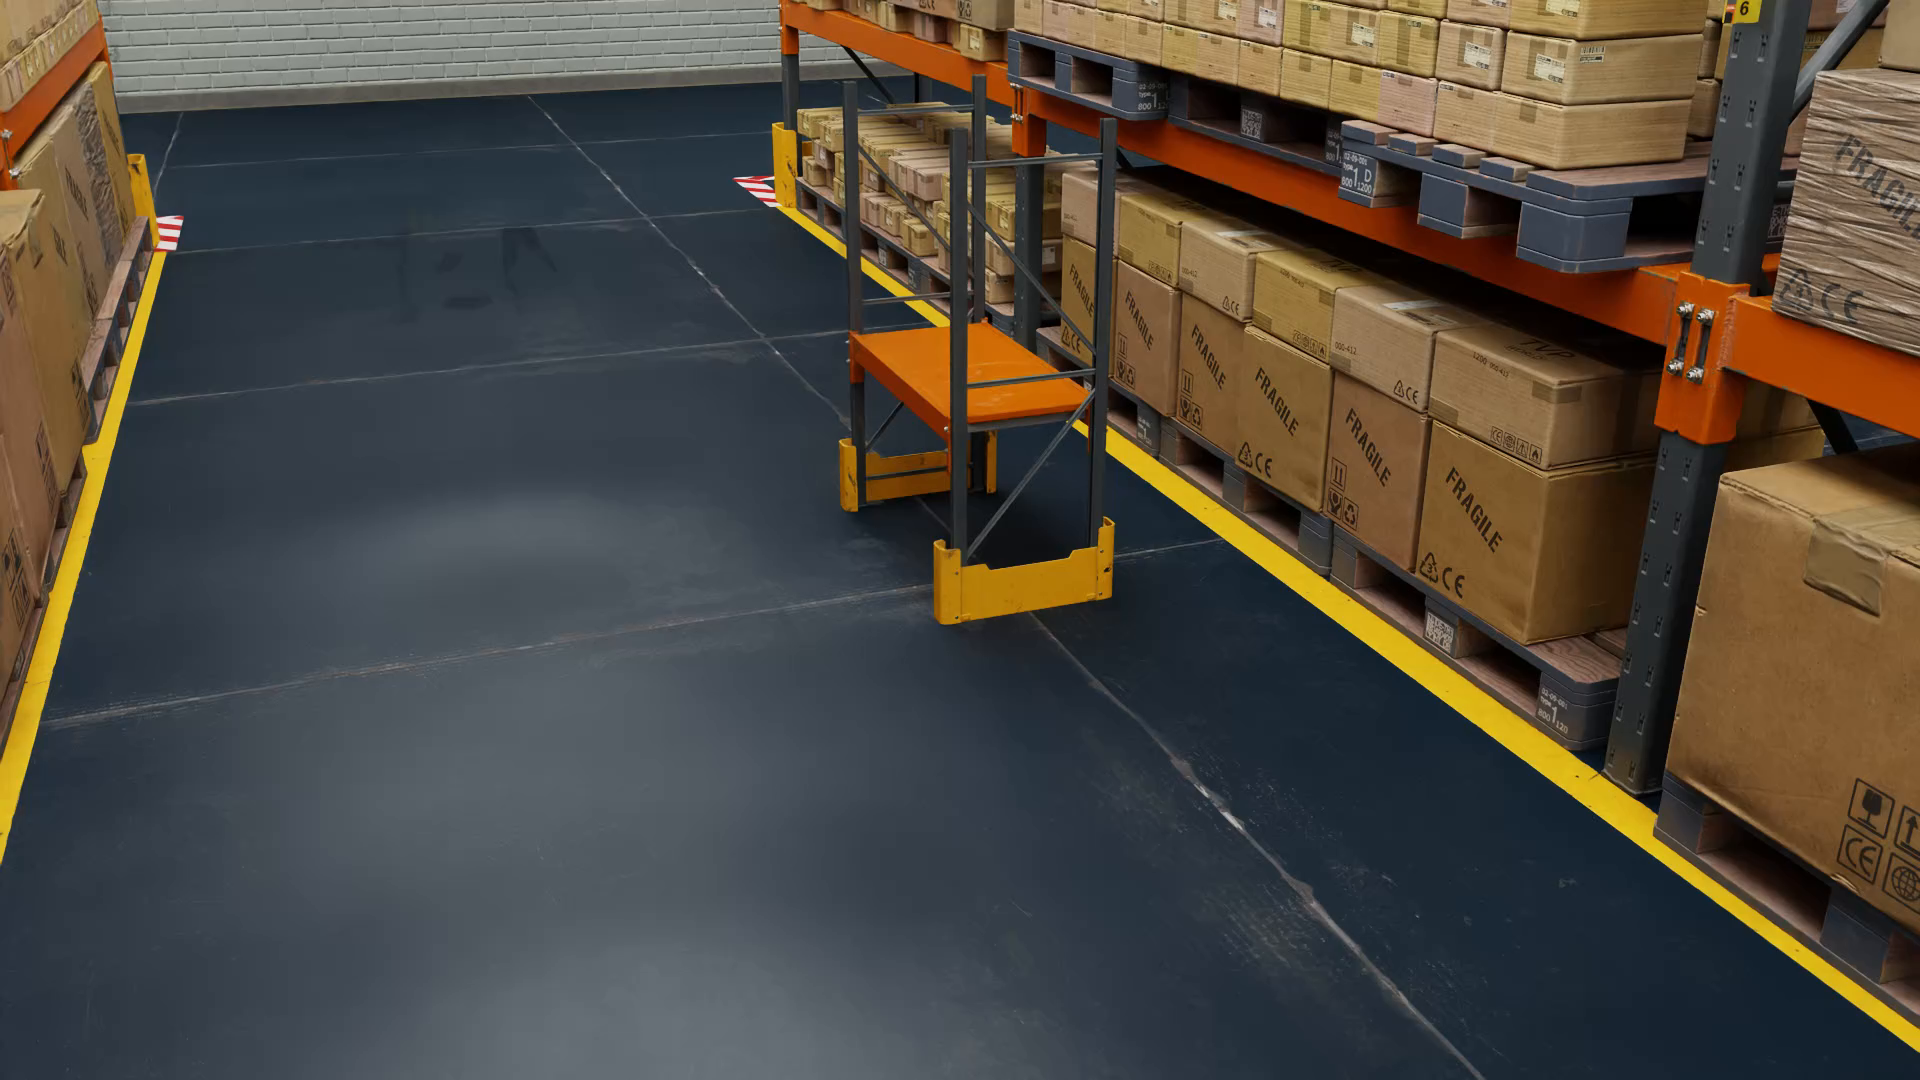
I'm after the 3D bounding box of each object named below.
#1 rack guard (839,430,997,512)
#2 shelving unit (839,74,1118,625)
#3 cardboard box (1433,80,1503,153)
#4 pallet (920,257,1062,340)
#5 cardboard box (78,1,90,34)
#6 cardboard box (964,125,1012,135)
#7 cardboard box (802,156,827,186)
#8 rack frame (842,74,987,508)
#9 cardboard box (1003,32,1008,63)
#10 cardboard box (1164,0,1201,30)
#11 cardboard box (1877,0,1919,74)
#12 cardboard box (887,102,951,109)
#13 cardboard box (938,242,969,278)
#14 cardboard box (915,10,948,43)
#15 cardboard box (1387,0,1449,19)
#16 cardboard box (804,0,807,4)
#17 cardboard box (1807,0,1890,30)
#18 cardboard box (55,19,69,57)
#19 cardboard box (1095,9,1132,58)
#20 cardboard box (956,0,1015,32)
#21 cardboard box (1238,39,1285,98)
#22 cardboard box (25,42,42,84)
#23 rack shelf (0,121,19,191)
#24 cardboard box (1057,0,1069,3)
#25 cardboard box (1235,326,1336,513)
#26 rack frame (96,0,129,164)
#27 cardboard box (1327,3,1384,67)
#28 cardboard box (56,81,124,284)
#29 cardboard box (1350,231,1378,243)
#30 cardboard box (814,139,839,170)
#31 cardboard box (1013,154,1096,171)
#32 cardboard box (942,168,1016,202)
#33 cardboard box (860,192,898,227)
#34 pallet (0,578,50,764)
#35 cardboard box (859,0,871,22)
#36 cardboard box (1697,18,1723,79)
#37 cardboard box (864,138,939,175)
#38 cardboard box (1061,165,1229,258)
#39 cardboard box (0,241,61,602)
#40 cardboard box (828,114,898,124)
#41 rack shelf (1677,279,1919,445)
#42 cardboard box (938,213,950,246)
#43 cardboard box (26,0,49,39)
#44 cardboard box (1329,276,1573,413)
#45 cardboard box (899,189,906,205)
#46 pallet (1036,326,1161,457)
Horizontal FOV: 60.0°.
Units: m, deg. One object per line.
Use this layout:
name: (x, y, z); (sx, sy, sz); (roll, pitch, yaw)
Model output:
rack guard: (-0.149, -0.268, 6.065); (0.587, 0.250, 0.087); (-8, 24, -19)
shelving unit: (0.027, -0.663, 5.393); (0.587, 1.500, 1.083); (-8, 24, -19)
cardboard box: (1.458, -1.103, 4.287); (0.380, 0.149, 0.250); (-8, 24, -19)
pallet: (0.465, -1.226, 8.387); (1.003, 0.211, 1.213); (-8, 24, -19)
cardboard box: (-4.738, -2.696, 8.607); (0.380, 0.149, 0.250); (-8, 24, -19)
cardboard box: (0.171, -2.353, 9.835); (0.380, 0.149, 0.250); (-7, 24, -17)
cardboard box: (-0.792, -2.371, 10.643); (0.380, 0.149, 0.250); (-8, 24, -18)
rack frame: (-0.149, -0.845, 5.823); (0.500, 1.500, 0.032); (-8, 24, -19)
cardboard box: (0.415, -2.228, 7.497); (0.380, 0.149, 0.250); (-9, 24, -20)
cardboard box: (0.912, -1.804, 5.569); (0.380, 0.149, 0.250); (-9, 24, -20)
cardboard box: (2.298, -1.161, 3.226); (0.700, 0.500, 0.500); (-8, 24, -19)
cardboard box: (-0.254, -2.722, 10.709); (0.380, 0.149, 0.250); (-8, 24, -18)
cardboard box: (0.111, -1.441, 8.436); (0.380, 0.149, 0.250); (-9, 25, -21)
cardboard box: (-0.008, -2.603, 8.388); (0.380, 0.149, 0.250); (-9, 25, -21)
cardboard box: (1.367, -1.472, 4.398); (0.380, 0.149, 0.250); (-8, 24, -17)
cardboard box: (-0.741, -3.360, 10.183); (0.380, 0.149, 0.250); (-7, 24, -17)
cardboard box: (2.165, -1.367, 4.147); (0.380, 0.149, 0.250); (-8, 24, -19)
cardboard box: (-4.380, -2.326, 7.730); (0.380, 0.149, 0.250); (-8, 24, -18)
cardboard box: (0.720, -1.861, 6.086); (0.380, 0.149, 0.250); (-8, 24, -18)
cardboard box: (0.300, -2.592, 7.526); (0.500, 0.500, 0.500); (-8, 24, -19)
cardboard box: (1.096, -1.479, 5.180); (0.380, 0.149, 0.250); (-8, 24, -17)
cardboard box: (-4.015, -1.952, 6.842); (0.380, 0.149, 0.250); (-9, 24, -20)
rack shelf: (-3.234, -0.570, 4.166); (1.077, 0.370, 4.000); (-8, 24, -19)
cardboard box: (0.538, -2.187, 6.476); (0.380, 0.149, 0.250); (-9, 24, -20)
cardboard box: (1.289, -0.443, 5.616); (0.500, 0.500, 0.500); (-9, 25, -21)
rack frame: (-5.354, -3.082, 9.199); (1.000, 3.000, 0.127); (-8, 24, -19)
cardboard box: (1.269, -1.433, 4.688); (0.380, 0.149, 0.250); (-8, 24, -19)
cardboard box: (-4.731, -1.744, 8.220); (0.875, 0.875, 0.875); (-8, 24, -19)
cardboard box: (1.604, -1.044, 6.078); (0.500, 0.250, 0.500); (-9, 25, -21)
cardboard box: (-0.689, -2.409, 10.351); (0.380, 0.149, 0.250); (-8, 24, -19)
cardboard box: (0.503, -1.968, 8.921); (0.380, 0.149, 0.250); (-8, 24, -18)
cardboard box: (0.125, -1.801, 8.526); (0.380, 0.149, 0.250); (-8, 24, -17)
cardboard box: (-0.355, -1.908, 9.544); (0.380, 0.149, 0.250); (-10, 25, -22)
pallet: (-3.163, 0.371, 4.598); (1.003, 0.211, 1.213); (-8, 24, -19)
cardboard box: (-0.343, -2.984, 9.292); (0.380, 0.149, 0.250); (-9, 24, -20)
cardboard box: (2.068, -1.335, 4.455); (0.380, 0.149, 0.250); (-7, 24, -16)
cardboard box: (-0.327, -2.167, 9.393); (0.380, 0.149, 0.250); (-8, 24, -18)
cardboard box: (0.749, -1.354, 6.814); (0.500, 0.250, 0.500); (-9, 25, -21)
cardboard box: (-3.379, -0.288, 4.767); (1.225, 0.875, 0.875); (-9, 25, -21)
cardboard box: (-0.601, -2.559, 10.322); (0.380, 0.149, 0.250); (-8, 24, -18)
rack shelf: (2.855, 0.240, 2.246); (1.077, 0.370, 4.000); (-8, 24, -19)
cardboard box: (0.108, -1.551, 8.315); (0.380, 0.149, 0.250); (-9, 25, -21)
cardboard box: (-4.221, -2.272, 7.088); (0.500, 0.250, 0.500); (-8, 24, -18)
cardboard box: (1.473, -0.600, 5.024); (0.500, 0.250, 0.500); (-8, 24, -18)
cardboard box: (-0.127, -1.949, 9.258); (0.380, 0.149, 0.250); (-7, 24, -16)
pallet: (1.012, -0.704, 7.149); (1.003, 0.211, 1.213); (-8, 24, -19)
